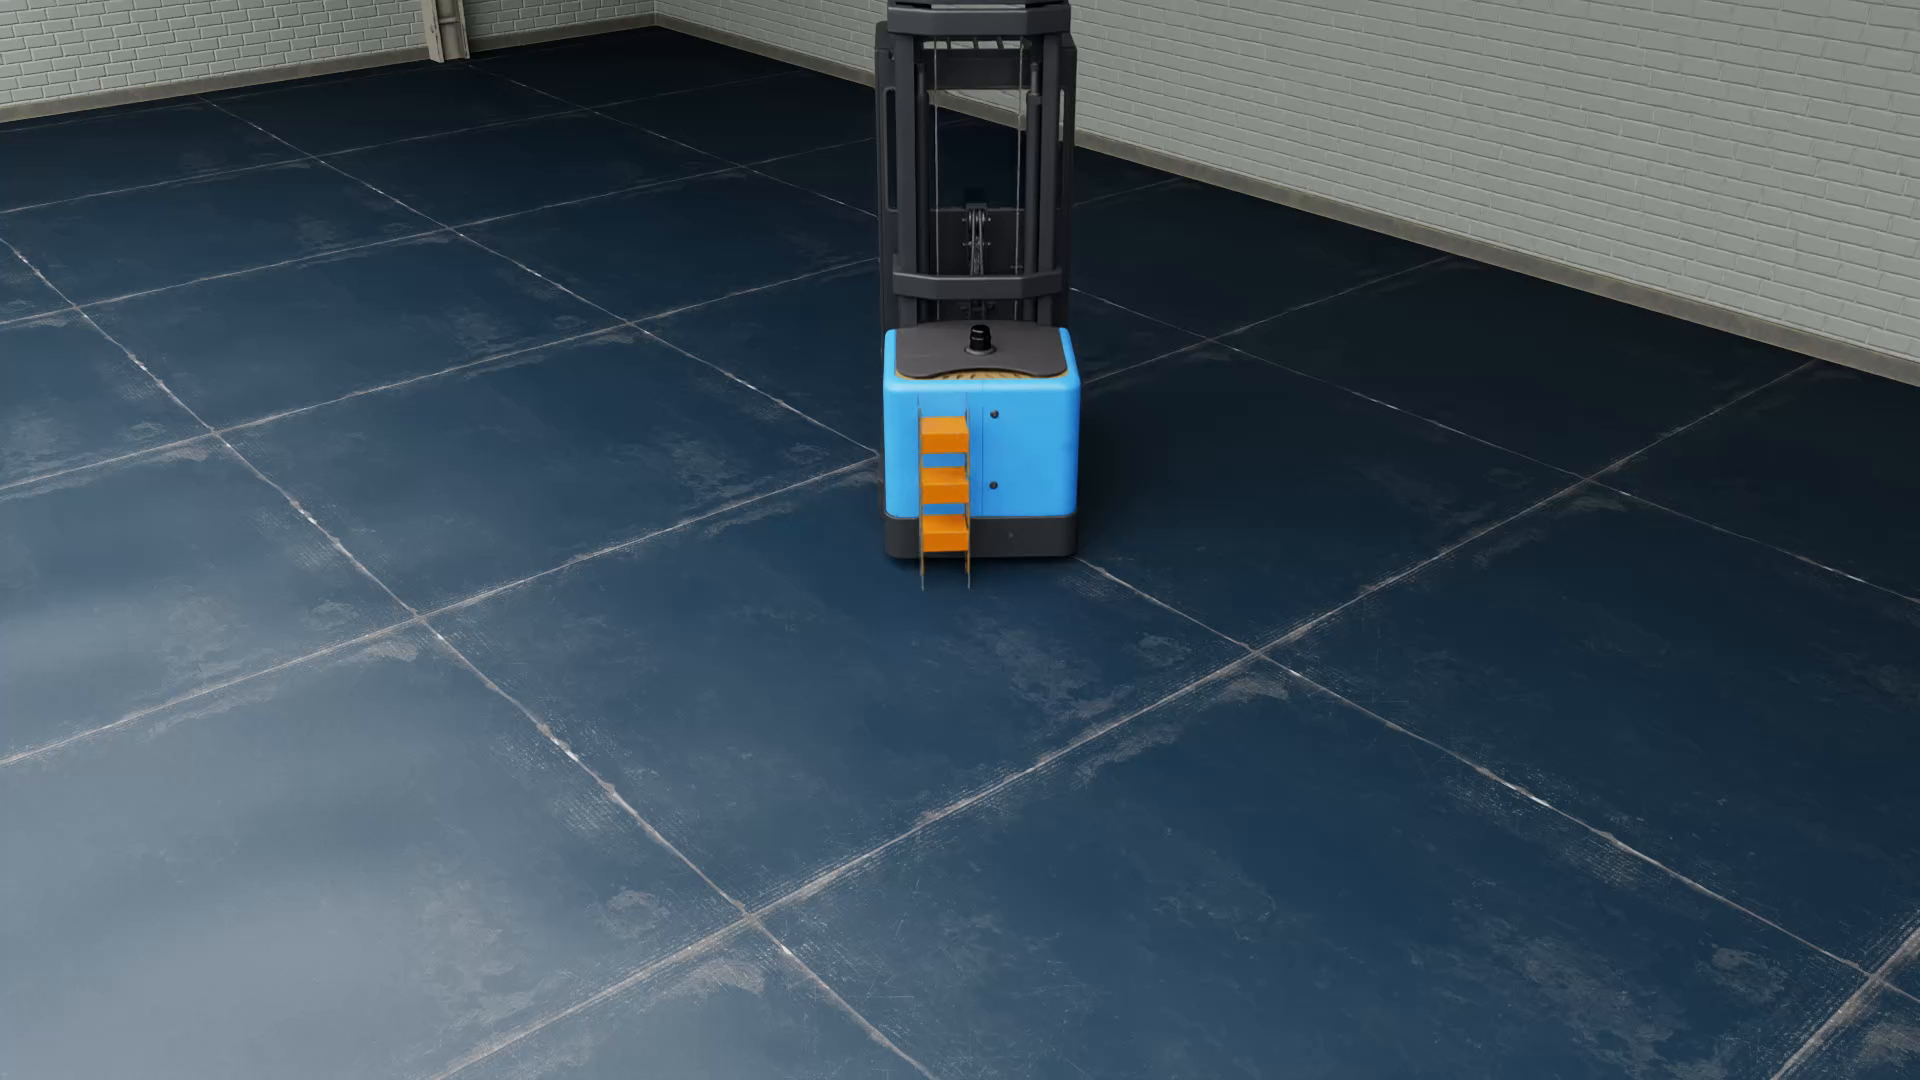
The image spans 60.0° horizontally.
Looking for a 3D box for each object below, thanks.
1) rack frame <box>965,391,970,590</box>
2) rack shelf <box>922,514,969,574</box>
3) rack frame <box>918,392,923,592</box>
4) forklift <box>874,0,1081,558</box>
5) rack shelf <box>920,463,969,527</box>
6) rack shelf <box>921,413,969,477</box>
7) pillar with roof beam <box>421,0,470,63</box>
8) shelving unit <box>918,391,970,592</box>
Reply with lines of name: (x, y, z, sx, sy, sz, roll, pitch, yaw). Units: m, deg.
rack frame: (0.040, -0.247, 8.598, 0.008, 1.050, 0.200, -2, 28, -4)
rack shelf: (-0.082, 0.012, 8.726, 0.240, 0.259, 0.215, -2, 28, -4)
rack frame: (-0.203, -0.238, 8.582, 0.008, 1.050, 0.200, -2, 28, -4)
forklift: (0.076, -1.849, 9.601, 1.130, 2.935, 3.031, -1, 28, -1)
rack shelf: (-0.082, -0.233, 8.595, 0.240, 0.259, 0.215, -2, 28, -4)
rack shelf: (-0.082, -0.483, 8.461, 0.240, 0.259, 0.215, -2, 28, -4)
pillar with roof beam: (-3.406, -8.280, 15.196, 0.400, 9.000, 9.100, -22, 35, -35)
shelving unit: (-0.082, -0.243, 8.590, 0.252, 1.050, 0.215, -2, 28, -4)
